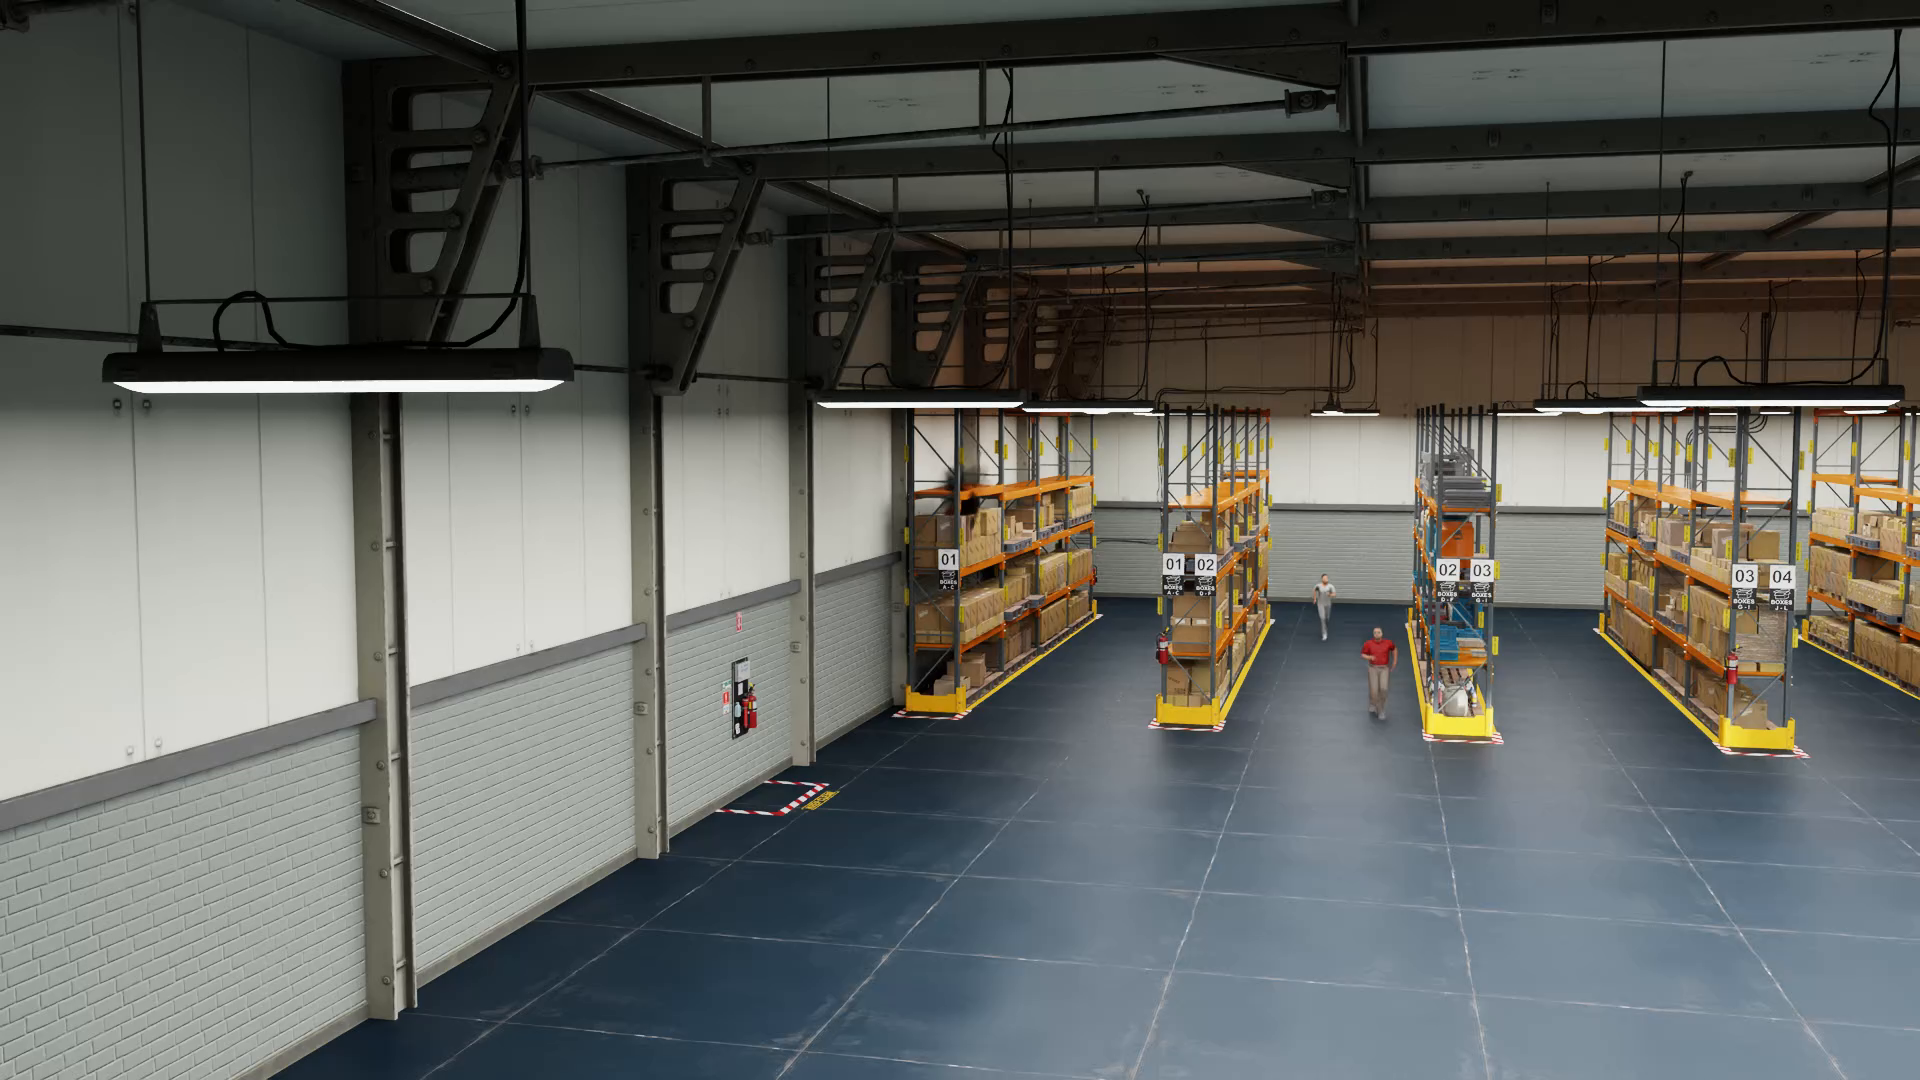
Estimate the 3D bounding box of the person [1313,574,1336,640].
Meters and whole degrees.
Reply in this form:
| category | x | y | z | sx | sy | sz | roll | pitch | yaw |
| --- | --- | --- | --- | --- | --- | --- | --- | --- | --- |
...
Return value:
| category | x | y | z | sx | sy | sz | roll | pitch | yaw |
| --- | --- | --- | --- | --- | --- | --- | --- | --- | --- |
| person | 9.486 | 1.709 | 43.266 | 0.554 | 1.674 | 0.954 | 0 | 4 | 6 |

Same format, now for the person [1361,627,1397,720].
| category | x | y | z | sx | sy | sz | roll | pitch | yaw |
| --- | --- | --- | --- | --- | --- | --- | --- | --- | --- |
| person | 8.051 | 2.564 | 31.975 | 0.670 | 1.769 | 0.822 | 1 | 4 | 15 |

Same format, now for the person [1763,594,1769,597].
| category | x | y | z | sx | sy | sz | roll | pitch | yaw |
| --- | --- | --- | --- | --- | --- | --- | --- | --- | --- |
| person | 20.626 | 1.743 | 42.922 | 0.775 | 1.758 | 0.668 | 3 | 5 | 35 |
